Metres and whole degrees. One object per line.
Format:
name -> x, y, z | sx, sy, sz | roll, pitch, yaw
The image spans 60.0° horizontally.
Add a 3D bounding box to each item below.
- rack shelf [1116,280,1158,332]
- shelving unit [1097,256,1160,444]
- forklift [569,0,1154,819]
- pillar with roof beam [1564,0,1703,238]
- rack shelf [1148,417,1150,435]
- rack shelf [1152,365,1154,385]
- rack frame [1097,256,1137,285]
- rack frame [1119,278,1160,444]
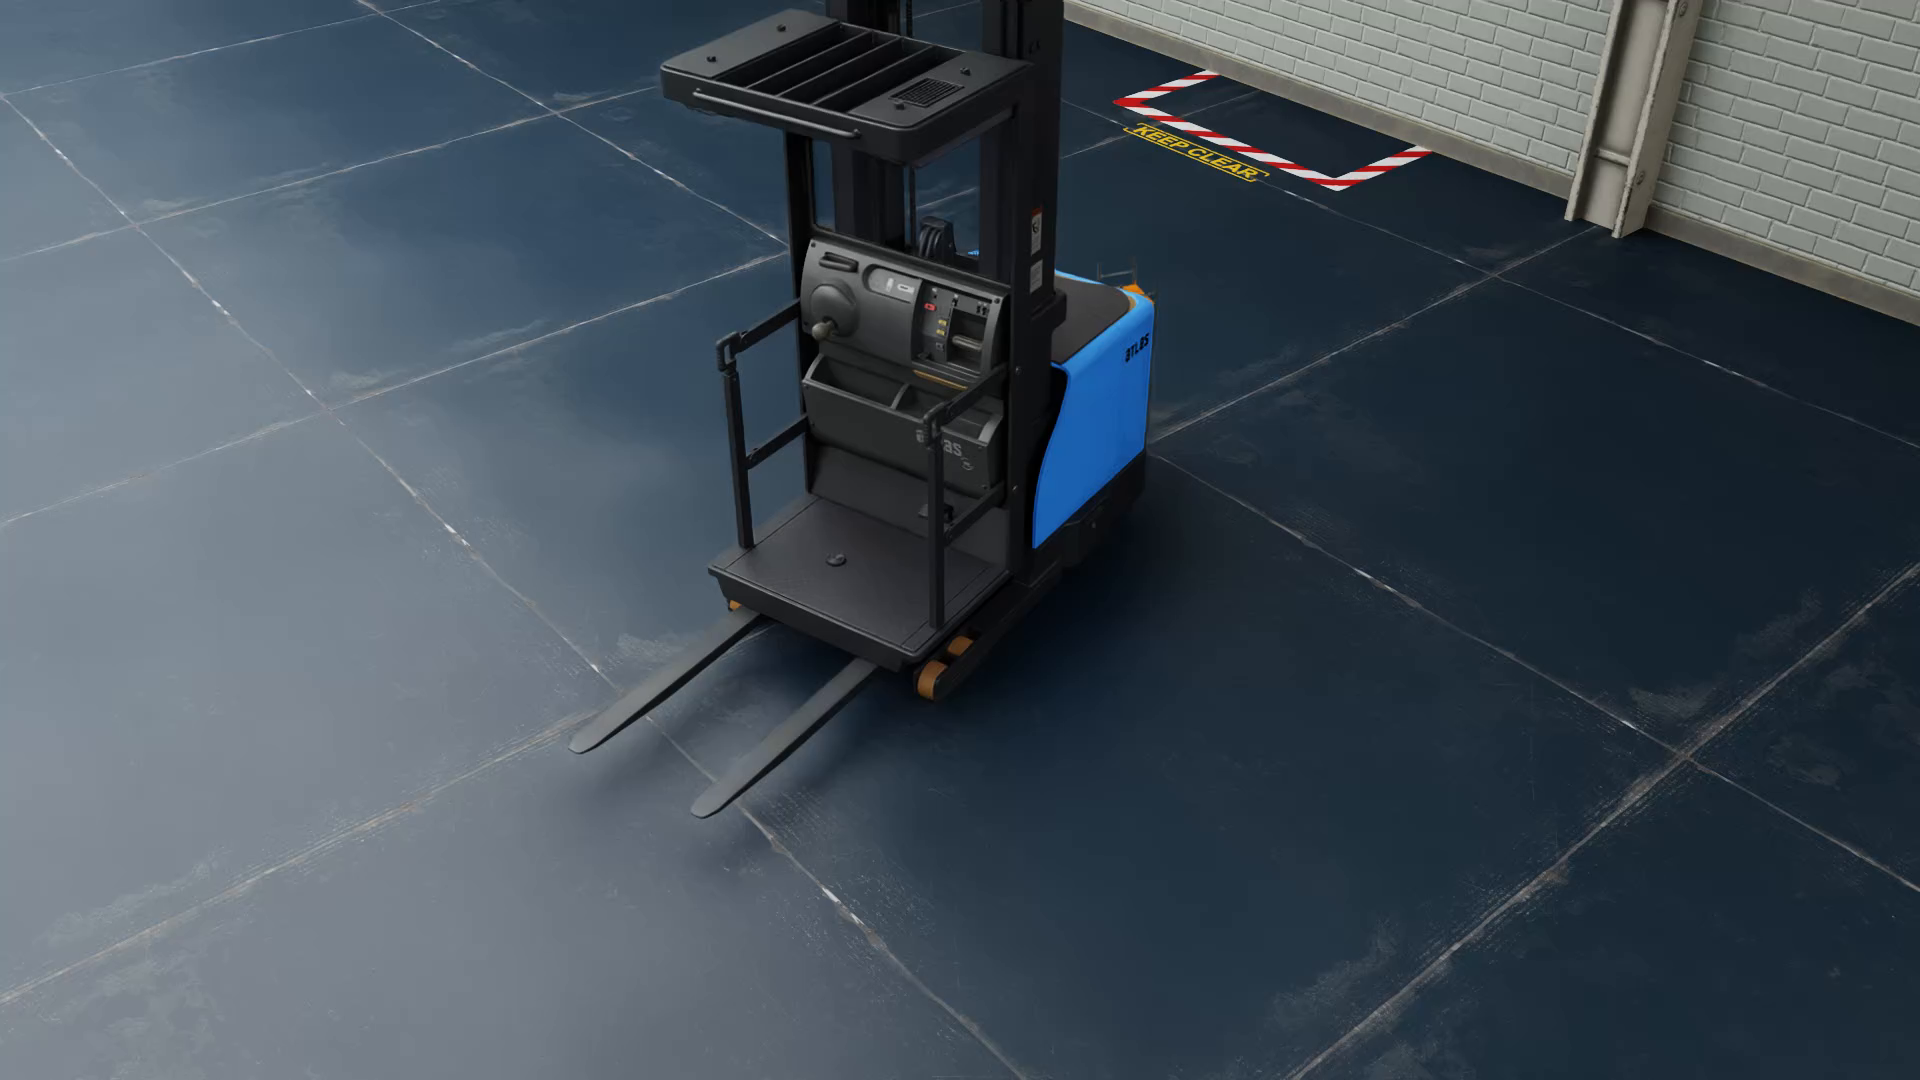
rack shelf -> 0.781, -1.041, 7.838 | 0.215, 0.259, 0.240 | -12, 37, -16
shelving unit -> 0.781, -0.818, 7.996 | 0.215, 1.050, 0.252 | -12, 37, -16
forklift -> -0.355, -0.849, 6.413 | 1.130, 2.935, 3.031 | 21, 40, 27
pillar with roof beam -> 0.828, -4.098, 5.750 | 9.100, 9.000, 0.400 | -26, 43, -32
rack shelf -> 0.781, -0.582, 8.162 | 0.215, 0.259, 0.240 | -12, 37, -16
rack shelf -> 0.781, -0.809, 8.002 | 0.215, 0.259, 0.240 | -12, 37, -16
rack frame -> 0.739, -0.884, 8.090 | 0.200, 1.050, 0.008 | -12, 37, -16
rack frame -> 0.822, -0.752, 7.902 | 0.200, 1.050, 0.008 | -12, 37, -16
